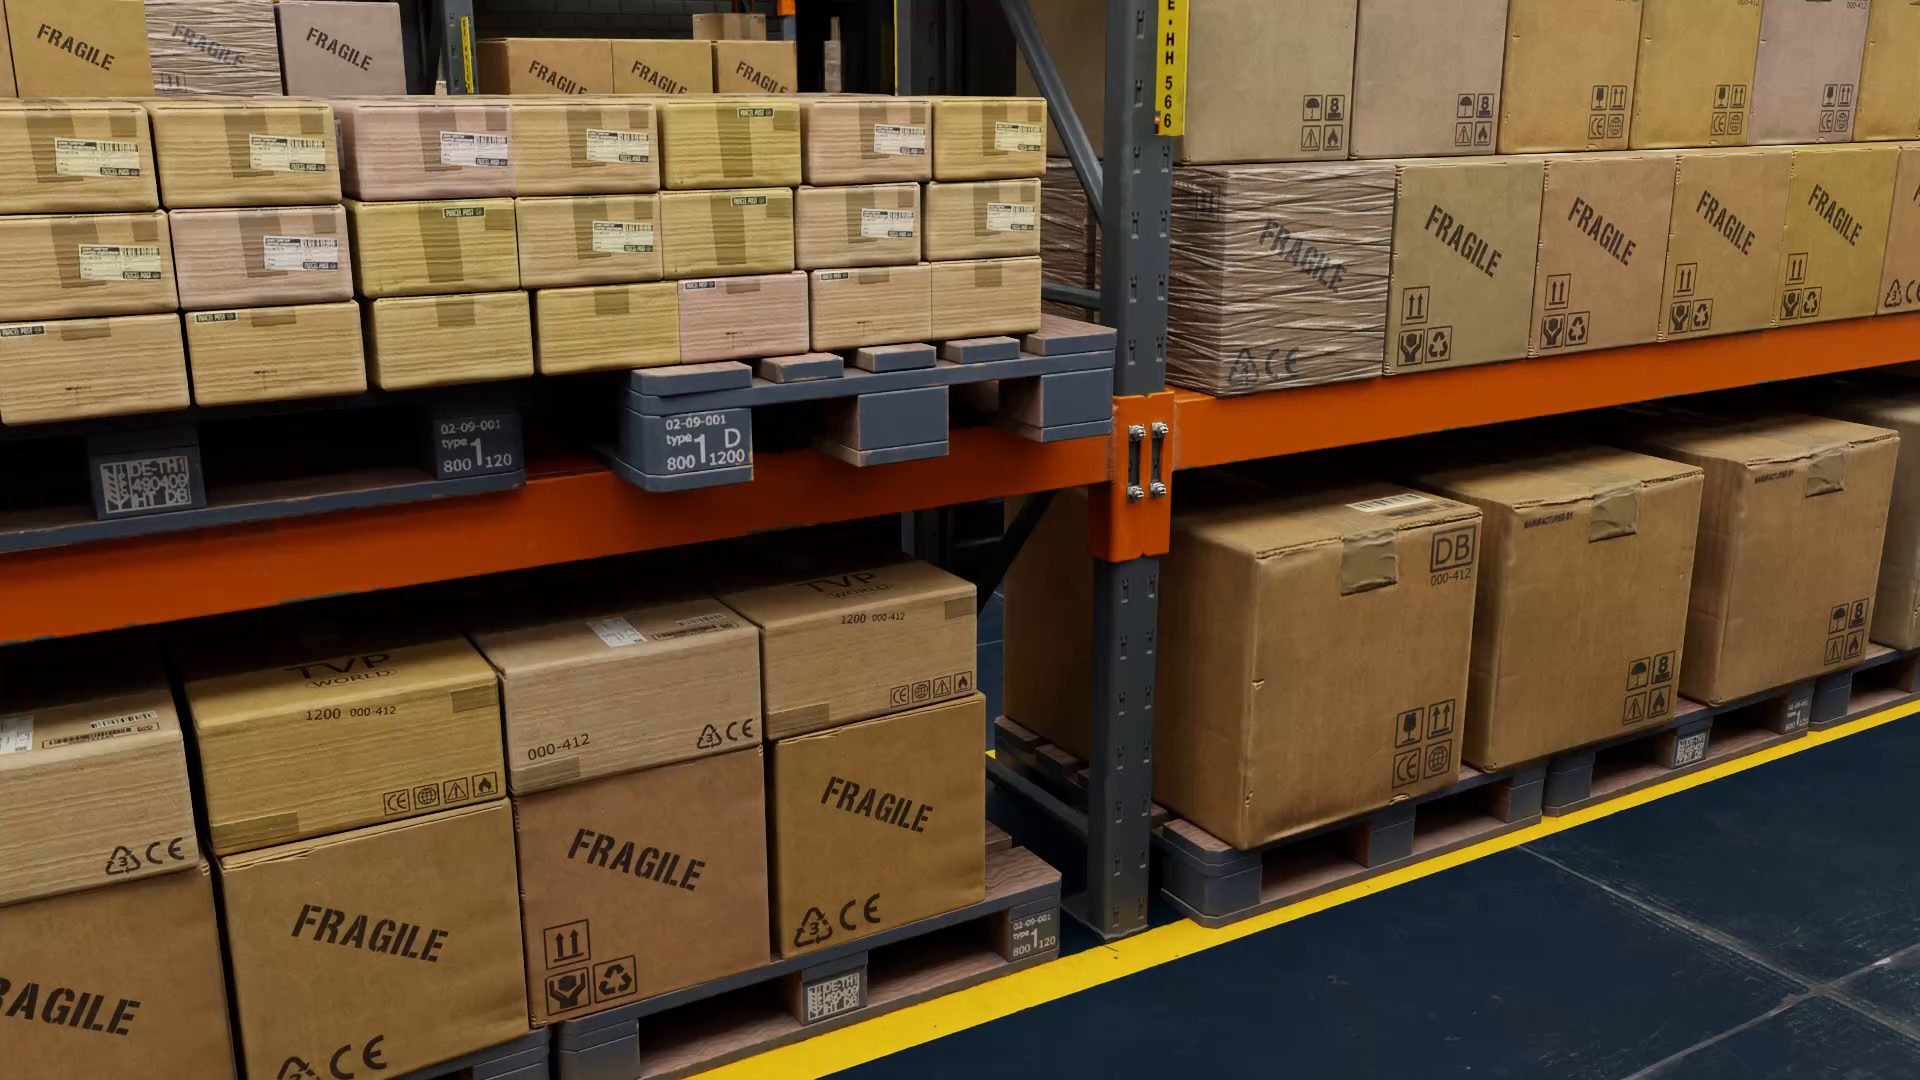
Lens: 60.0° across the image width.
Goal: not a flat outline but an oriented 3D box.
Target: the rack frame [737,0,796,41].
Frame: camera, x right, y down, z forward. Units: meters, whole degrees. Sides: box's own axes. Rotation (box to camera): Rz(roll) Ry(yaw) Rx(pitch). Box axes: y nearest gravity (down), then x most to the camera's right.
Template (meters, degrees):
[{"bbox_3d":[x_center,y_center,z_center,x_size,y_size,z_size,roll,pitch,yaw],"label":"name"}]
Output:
[{"bbox_3d":[-1.621,-3.438,14.118,0.127,3.000,1.000,-9,18,-30],"label":"rack frame"}]

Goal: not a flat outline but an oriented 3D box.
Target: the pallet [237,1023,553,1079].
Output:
[{"bbox_3d":[-1.570,1.016,3.393,1.213,0.211,1.003,-9,18,-30],"label":"pallet"}]

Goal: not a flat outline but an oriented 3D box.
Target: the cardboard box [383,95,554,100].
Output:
[{"bbox_3d":[-1.019,-0.844,3.447,0.250,0.149,0.380,-10,19,-32],"label":"cardboard box"}]

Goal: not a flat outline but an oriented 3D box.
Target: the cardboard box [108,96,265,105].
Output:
[{"bbox_3d":[-1.476,-0.768,3.179,0.250,0.149,0.380,-9,18,-28],"label":"cardboard box"}]

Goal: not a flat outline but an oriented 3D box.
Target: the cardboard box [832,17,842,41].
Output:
[{"bbox_3d":[-0.525,-2.838,9.260,0.250,0.149,0.380,-8,18,-27],"label":"cardboard box"}]

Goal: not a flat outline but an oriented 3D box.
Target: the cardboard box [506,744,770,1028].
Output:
[{"bbox_3d":[-0.731,0.622,3.488,0.500,0.500,0.500,-8,18,-27],"label":"cardboard box"}]

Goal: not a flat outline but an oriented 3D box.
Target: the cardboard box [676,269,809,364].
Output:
[{"bbox_3d":[-0.475,-0.440,3.108,0.250,0.149,0.380,-9,18,-29],"label":"cardboard box"}]

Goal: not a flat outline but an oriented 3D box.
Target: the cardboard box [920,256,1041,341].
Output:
[{"bbox_3d":[-0.041,-0.509,3.357,0.250,0.149,0.380,-9,18,-29],"label":"cardboard box"}]

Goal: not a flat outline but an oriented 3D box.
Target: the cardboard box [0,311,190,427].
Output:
[{"bbox_3d":[-1.375,-0.294,2.588,0.250,0.149,0.380,-10,19,-32],"label":"cardboard box"}]

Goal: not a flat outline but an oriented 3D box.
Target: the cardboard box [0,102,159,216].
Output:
[{"bbox_3d":[-1.372,-0.581,2.512,0.250,0.149,0.380,-9,18,-28],"label":"cardboard box"}]

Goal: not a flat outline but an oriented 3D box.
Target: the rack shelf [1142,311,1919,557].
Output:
[{"bbox_3d":[1.860,-0.535,5.093,4.000,0.370,1.077,-9,18,-30],"label":"rack shelf"}]

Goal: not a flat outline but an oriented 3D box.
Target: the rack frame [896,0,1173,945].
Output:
[{"bbox_3d":[0.145,-0.603,4.004,0.127,3.000,1.000,-9,18,-30],"label":"rack frame"}]

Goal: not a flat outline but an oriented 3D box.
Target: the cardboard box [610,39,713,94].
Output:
[{"bbox_3d":[-1.543,-2.211,8.226,0.500,0.500,0.500,-8,18,-27],"label":"cardboard box"}]

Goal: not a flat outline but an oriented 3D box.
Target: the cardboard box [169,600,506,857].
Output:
[{"bbox_3d":[-1.177,0.333,3.130,0.500,0.250,0.500,-9,18,-28],"label":"cardboard box"}]

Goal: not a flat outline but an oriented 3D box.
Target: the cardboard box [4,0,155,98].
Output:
[{"bbox_3d":[-3.664,-1.991,6.917,0.500,0.500,0.500,-9,18,-30],"label":"cardboard box"}]

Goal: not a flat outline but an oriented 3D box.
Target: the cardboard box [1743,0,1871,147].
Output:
[{"bbox_3d":[2.278,-1.476,5.081,0.500,0.500,0.700,-9,18,-29],"label":"cardboard box"}]

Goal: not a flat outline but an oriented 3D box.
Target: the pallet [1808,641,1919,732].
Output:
[{"bbox_3d":[2.952,0.308,5.919,1.213,0.211,1.003,-9,18,-30],"label":"pallet"}]

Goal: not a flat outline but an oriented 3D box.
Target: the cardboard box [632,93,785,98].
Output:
[{"bbox_3d":[-0.579,-0.913,3.696,0.250,0.149,0.380,-10,18,-31],"label":"cardboard box"}]

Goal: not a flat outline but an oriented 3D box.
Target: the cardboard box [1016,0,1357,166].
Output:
[{"bbox_3d":[0.535,-1.193,4.070,0.500,0.500,0.700,-9,18,-30],"label":"cardboard box"}]

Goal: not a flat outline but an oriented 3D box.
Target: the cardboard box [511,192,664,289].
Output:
[{"bbox_3d":[-0.710,-0.544,2.930,0.250,0.149,0.380,-9,18,-30],"label":"cardboard box"}]

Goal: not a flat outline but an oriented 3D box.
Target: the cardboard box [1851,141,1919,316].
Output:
[{"bbox_3d":[2.831,-1.003,5.244,0.500,0.500,0.500,-9,18,-30],"label":"cardboard box"}]

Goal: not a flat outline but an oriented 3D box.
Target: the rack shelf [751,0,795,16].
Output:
[{"bbox_3d":[0.093,-4.814,14.802,4.000,0.370,1.077,-9,18,-30],"label":"rack shelf"}]

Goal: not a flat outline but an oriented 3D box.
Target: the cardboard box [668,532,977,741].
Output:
[{"bbox_3d":[-0.306,0.193,3.628,0.500,0.250,0.500,-10,18,-31],"label":"cardboard box"}]

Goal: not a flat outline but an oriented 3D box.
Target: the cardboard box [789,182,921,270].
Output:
[{"bbox_3d":[-0.271,-0.616,3.187,0.250,0.149,0.380,-8,18,-28],"label":"cardboard box"}]

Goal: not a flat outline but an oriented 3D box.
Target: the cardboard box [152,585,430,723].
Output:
[{"bbox_3d":[-1.436,0.213,3.555,0.500,0.250,0.500,-9,18,-29],"label":"cardboard box"}]

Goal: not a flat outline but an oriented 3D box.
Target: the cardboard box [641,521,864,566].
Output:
[{"bbox_3d":[-0.570,0.077,4.042,0.500,0.250,0.500,-10,19,-32],"label":"cardboard box"}]

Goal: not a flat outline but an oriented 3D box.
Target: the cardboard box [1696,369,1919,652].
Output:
[{"bbox_3d":[3.088,-0.171,5.853,0.750,0.750,1.050,-9,18,-30],"label":"cardboard box"}]

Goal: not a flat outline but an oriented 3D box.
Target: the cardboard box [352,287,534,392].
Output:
[{"bbox_3d":[-0.920,-0.368,2.852,0.250,0.149,0.380,-10,19,-32],"label":"cardboard box"}]

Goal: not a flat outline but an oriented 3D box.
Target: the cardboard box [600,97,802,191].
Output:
[{"bbox_3d":[-0.480,-0.726,3.027,0.250,0.149,0.380,-9,18,-28],"label":"cardboard box"}]

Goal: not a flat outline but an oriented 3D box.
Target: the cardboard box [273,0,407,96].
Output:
[{"bbox_3d":[-2.799,-2.132,7.419,0.500,0.500,0.500,-10,18,-31],"label":"cardboard box"}]

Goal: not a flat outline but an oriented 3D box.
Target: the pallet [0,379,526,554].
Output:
[{"bbox_3d":[-1.530,-0.226,3.015,1.213,0.211,1.003,-9,18,-30],"label":"pallet"}]

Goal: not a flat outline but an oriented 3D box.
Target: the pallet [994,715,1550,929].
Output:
[{"bbox_3d":[0.860,0.647,4.709,1.213,0.211,1.003,-9,18,-30],"label":"pallet"}]

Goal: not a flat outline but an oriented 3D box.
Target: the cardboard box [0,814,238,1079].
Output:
[{"bbox_3d":[-1.619,0.763,2.983,0.500,0.500,0.500,-9,18,-29],"label":"cardboard box"}]

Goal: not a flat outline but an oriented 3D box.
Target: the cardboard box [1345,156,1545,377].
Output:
[{"bbox_3d":[1.104,-0.723,4.245,0.500,0.500,0.500,-9,18,-30],"label":"cardboard box"}]

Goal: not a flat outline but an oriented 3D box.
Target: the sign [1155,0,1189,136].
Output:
[{"bbox_3d":[0.433,-0.998,3.415,0.005,0.325,0.100,-9,18,-30],"label":"sign"}]

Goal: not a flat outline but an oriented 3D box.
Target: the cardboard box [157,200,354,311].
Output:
[{"bbox_3d":[-1.148,-0.474,2.679,0.250,0.149,0.380,-9,18,-28],"label":"cardboard box"}]

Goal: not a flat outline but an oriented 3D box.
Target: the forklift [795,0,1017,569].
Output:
[{"bbox_3d":[-0.555,-1.310,6.651,3.031,2.935,1.130,-10,19,-33],"label":"forklift"}]

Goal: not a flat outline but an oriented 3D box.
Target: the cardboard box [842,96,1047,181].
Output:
[{"bbox_3d":[-0.039,-0.797,3.280,0.250,0.149,0.380,-10,19,-32],"label":"cardboard box"}]

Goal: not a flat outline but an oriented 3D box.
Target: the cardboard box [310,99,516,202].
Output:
[{"bbox_3d":[-0.916,-0.656,2.777,0.250,0.149,0.380,-9,18,-30],"label":"cardboard box"}]

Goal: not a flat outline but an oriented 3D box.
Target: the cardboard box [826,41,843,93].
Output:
[{"bbox_3d":[-0.658,-2.354,8.736,0.500,0.500,0.500,-10,19,-32],"label":"cardboard box"}]

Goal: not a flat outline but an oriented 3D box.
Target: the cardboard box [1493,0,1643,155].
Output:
[{"bbox_3d":[1.407,-1.335,4.578,0.500,0.500,0.700,-10,18,-31],"label":"cardboard box"}]

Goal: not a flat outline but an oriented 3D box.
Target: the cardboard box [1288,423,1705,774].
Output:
[{"bbox_3d":[1.461,0.092,4.915,0.750,0.750,1.050,-9,18,-29],"label":"cardboard box"}]

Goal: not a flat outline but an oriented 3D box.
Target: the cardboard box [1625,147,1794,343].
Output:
[{"bbox_3d":[1.964,-0.861,4.740,0.500,0.500,0.500,-9,18,-30],"label":"cardboard box"}]

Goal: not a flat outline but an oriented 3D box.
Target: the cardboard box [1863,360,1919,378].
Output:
[{"bbox_3d":[4.149,-0.410,6.472,0.875,0.875,0.875,-9,18,-29],"label":"cardboard box"}]
